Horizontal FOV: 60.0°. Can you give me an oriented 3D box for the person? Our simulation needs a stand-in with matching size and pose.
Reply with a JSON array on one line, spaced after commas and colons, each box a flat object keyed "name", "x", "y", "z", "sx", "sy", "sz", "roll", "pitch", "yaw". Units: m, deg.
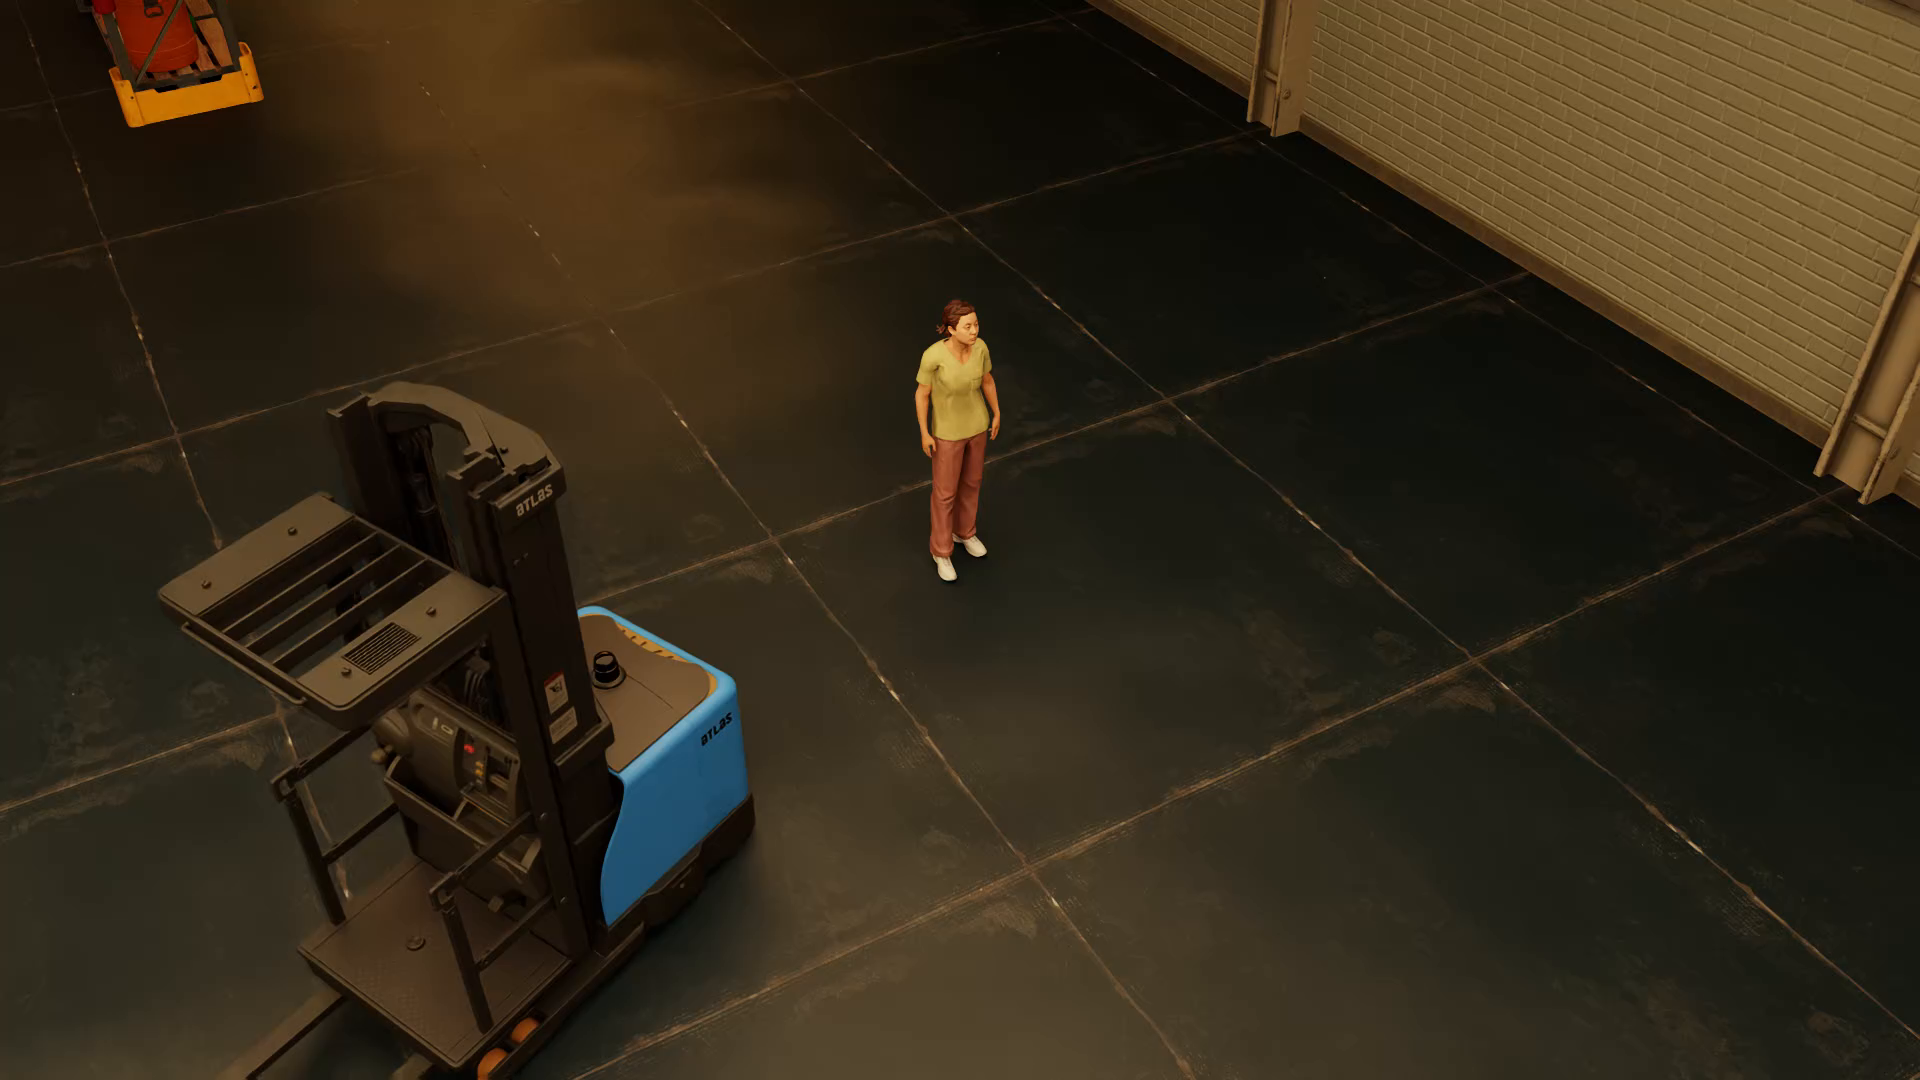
[{"name": "person", "x": 0.027, "y": -0.606, "z": 9.739, "sx": 0.553, "sy": 1.675, "sz": 0.549, "roll": -20, "pitch": 44, "yaw": -23}]

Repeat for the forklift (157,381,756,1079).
[{"name": "forklift", "x": -2.305, "y": 0.947, "z": 6.895, "sx": 1.130, "sy": 2.935, "sz": 3.031, "roll": 24, "pitch": 45, "yaw": 26}]
